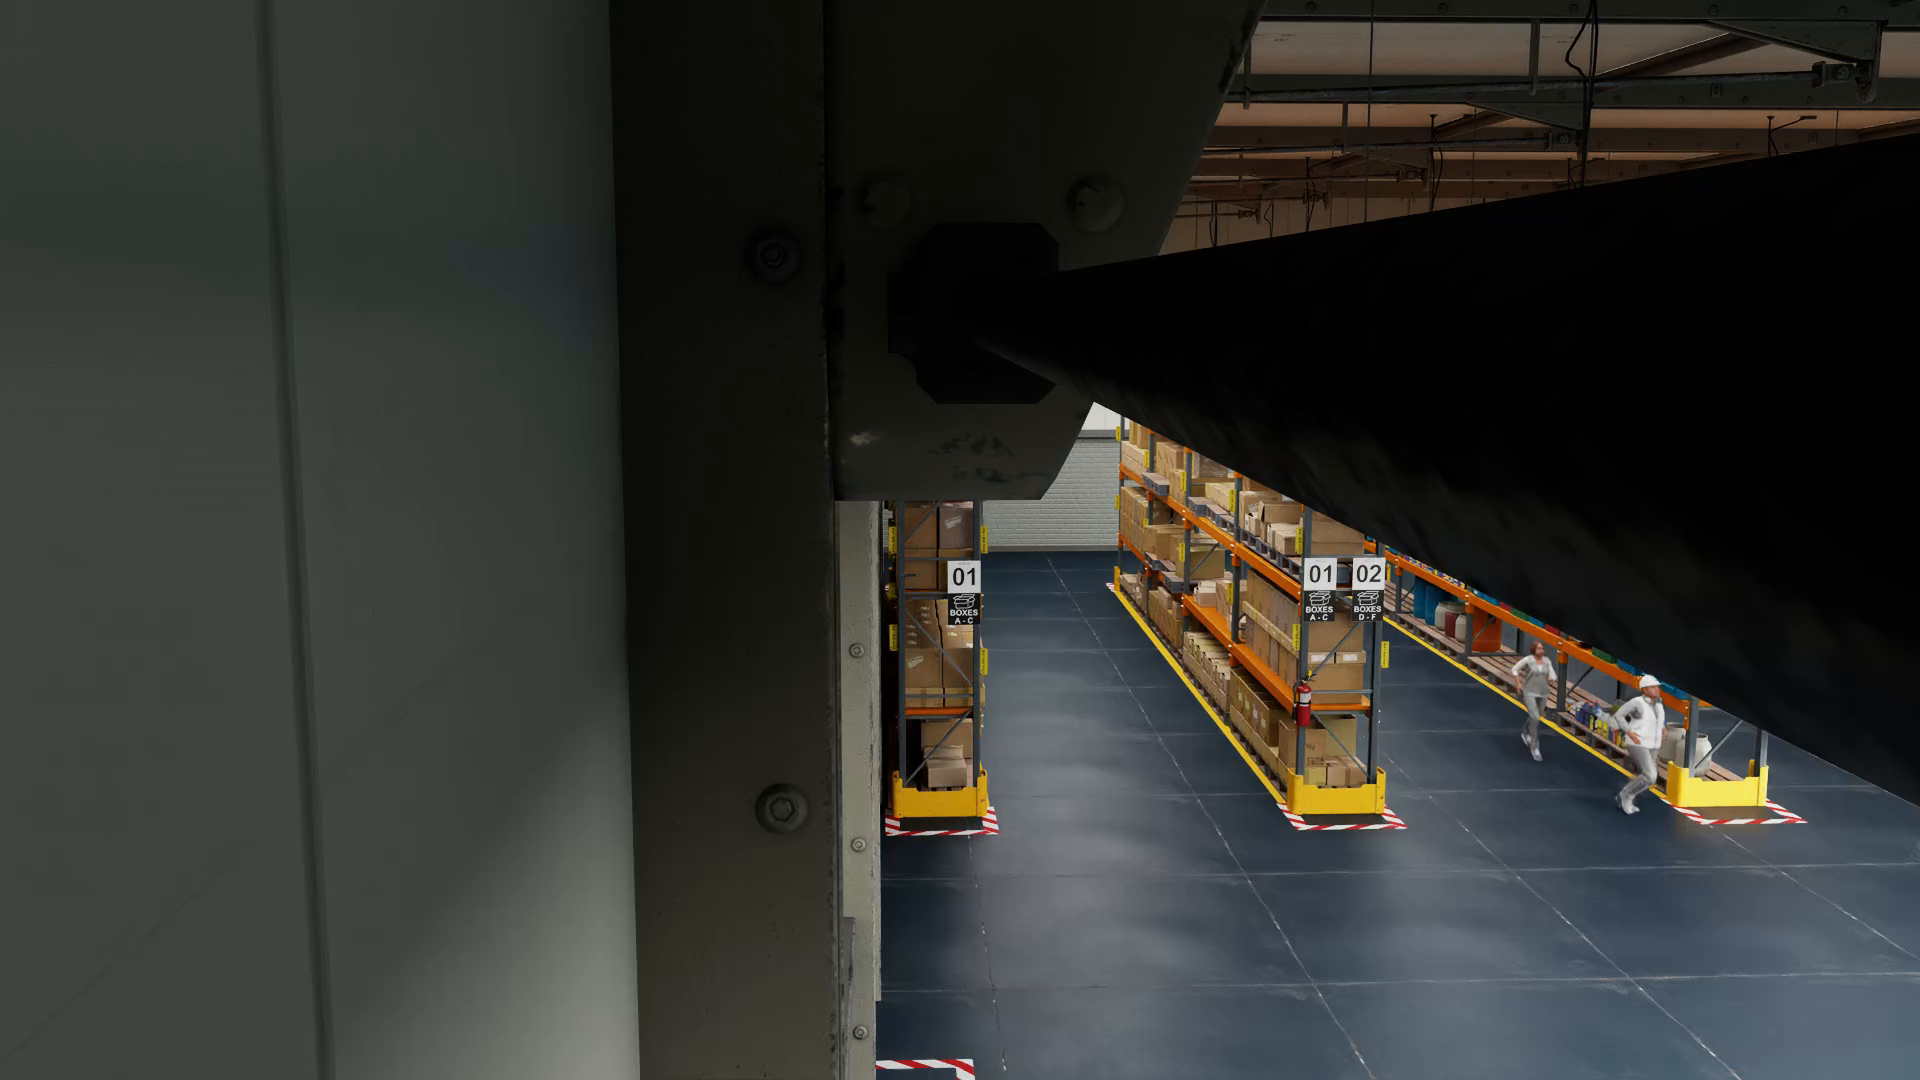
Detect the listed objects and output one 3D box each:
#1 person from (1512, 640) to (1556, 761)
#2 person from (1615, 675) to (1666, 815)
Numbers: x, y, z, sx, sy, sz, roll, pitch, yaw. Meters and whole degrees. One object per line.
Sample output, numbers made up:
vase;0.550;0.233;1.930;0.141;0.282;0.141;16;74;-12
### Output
person;8.026;2.195;23.232;0.517;1.630;0.784;-1;8;-8
person;8.458;2.526;20.528;0.684;1.737;0.586;-4;9;-27
